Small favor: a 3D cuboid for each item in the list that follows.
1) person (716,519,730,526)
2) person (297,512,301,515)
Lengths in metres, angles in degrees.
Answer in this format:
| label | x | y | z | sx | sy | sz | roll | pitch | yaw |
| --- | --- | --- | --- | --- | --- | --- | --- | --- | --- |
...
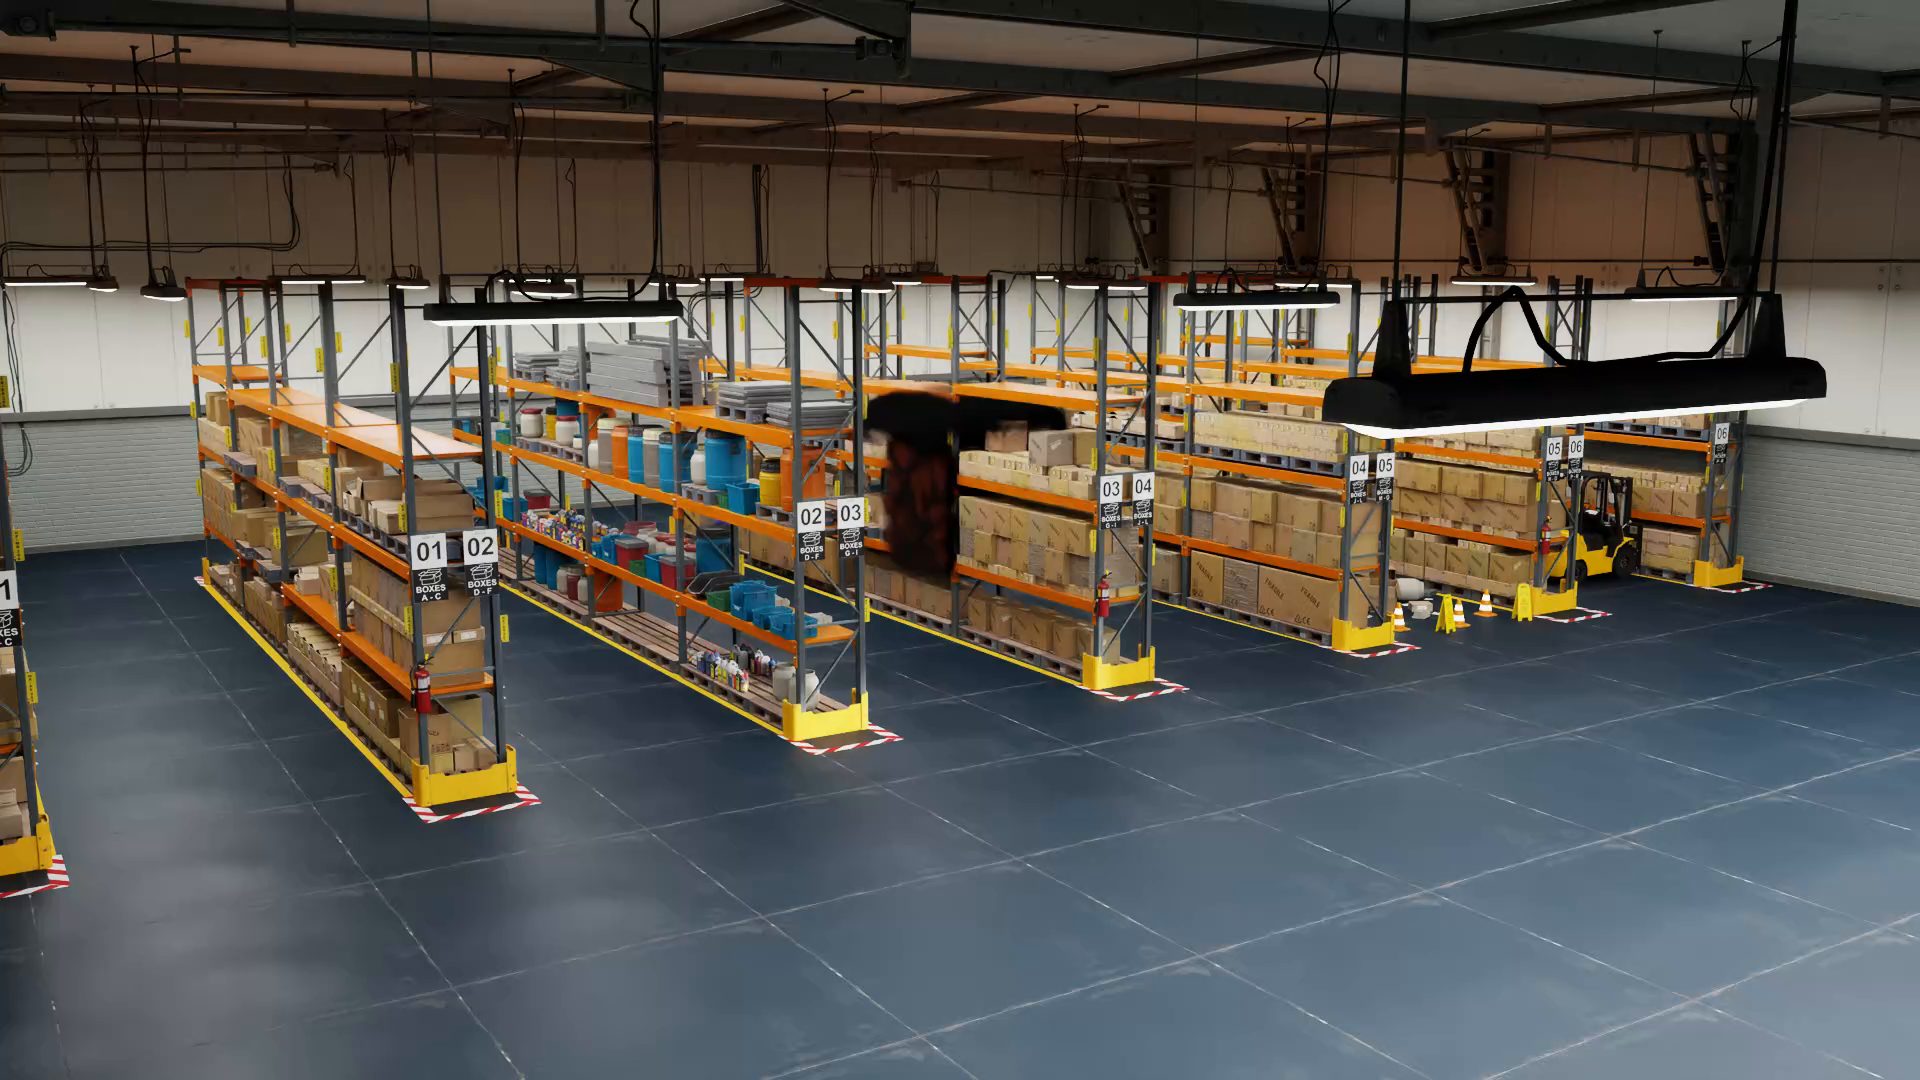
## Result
| label | x | y | z | sx | sy | sz | roll | pitch | yaw |
| --- | --- | --- | --- | --- | --- | --- | --- | --- | --- |
| person | -4.416 | 0.081 | 31.398 | 0.885 | 1.618 | 0.580 | 9 | 13 | 44 |
| person | -13.323 | -0.212 | 33.974 | 0.831 | 1.825 | 0.615 | 9 | 13 | 42 |
